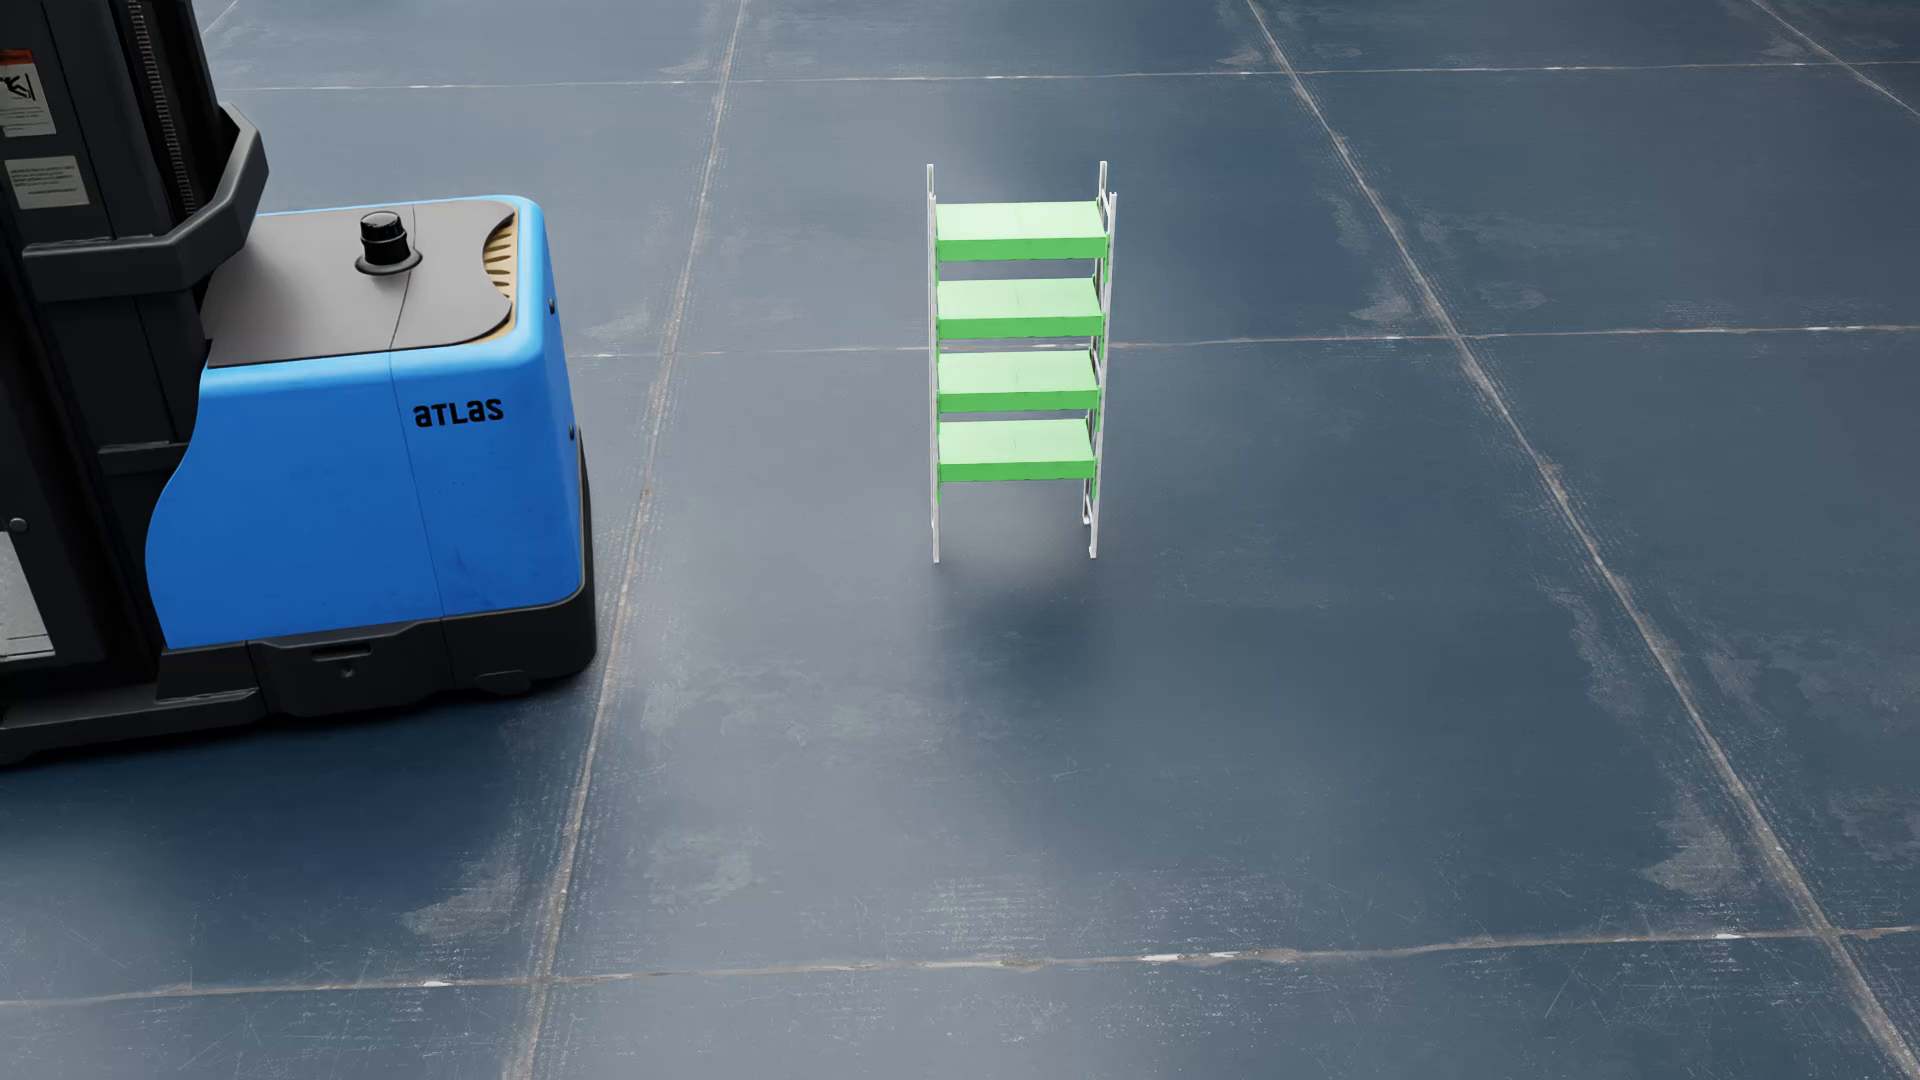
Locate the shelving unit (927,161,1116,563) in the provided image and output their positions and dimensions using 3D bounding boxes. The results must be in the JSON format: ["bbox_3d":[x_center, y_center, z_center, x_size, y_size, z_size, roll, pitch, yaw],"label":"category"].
[{"bbox_3d":[0.165,-0.498,4.915,0.503,1.200,0.258,-2,35,-2],"label":"shelving unit"}]

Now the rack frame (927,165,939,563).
[{"bbox_3d":[-0.078,-0.491,4.905,0.015,1.200,0.240,-2,35,-2],"label":"rack frame"}]

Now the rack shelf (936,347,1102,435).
[{"bbox_3d":[0.165,-0.445,4.951,0.480,0.148,0.258,-2,35,-2],"label":"rack shelf"}]

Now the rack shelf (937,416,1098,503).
[{"bbox_3d":[0.165,-0.248,5.088,0.480,0.148,0.258,-2,35,-2],"label":"rack shelf"}]

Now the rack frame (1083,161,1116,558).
[{"bbox_3d":[0.409,-0.504,4.924,0.015,1.200,0.240,-2,35,-2],"label":"rack frame"}]

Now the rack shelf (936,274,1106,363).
[{"bbox_3d":[0.165,-0.643,4.815,0.480,0.148,0.258,-2,35,-2],"label":"rack shelf"}]

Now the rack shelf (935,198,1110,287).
[{"bbox_3d":[0.165,-0.840,4.678,0.480,0.148,0.258,-2,35,-2],"label":"rack shelf"}]

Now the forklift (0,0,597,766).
[{"bbox_3d":[-2.592,-0.898,3.972,3.031,2.935,1.130,-7,35,-10],"label":"forklift"}]
